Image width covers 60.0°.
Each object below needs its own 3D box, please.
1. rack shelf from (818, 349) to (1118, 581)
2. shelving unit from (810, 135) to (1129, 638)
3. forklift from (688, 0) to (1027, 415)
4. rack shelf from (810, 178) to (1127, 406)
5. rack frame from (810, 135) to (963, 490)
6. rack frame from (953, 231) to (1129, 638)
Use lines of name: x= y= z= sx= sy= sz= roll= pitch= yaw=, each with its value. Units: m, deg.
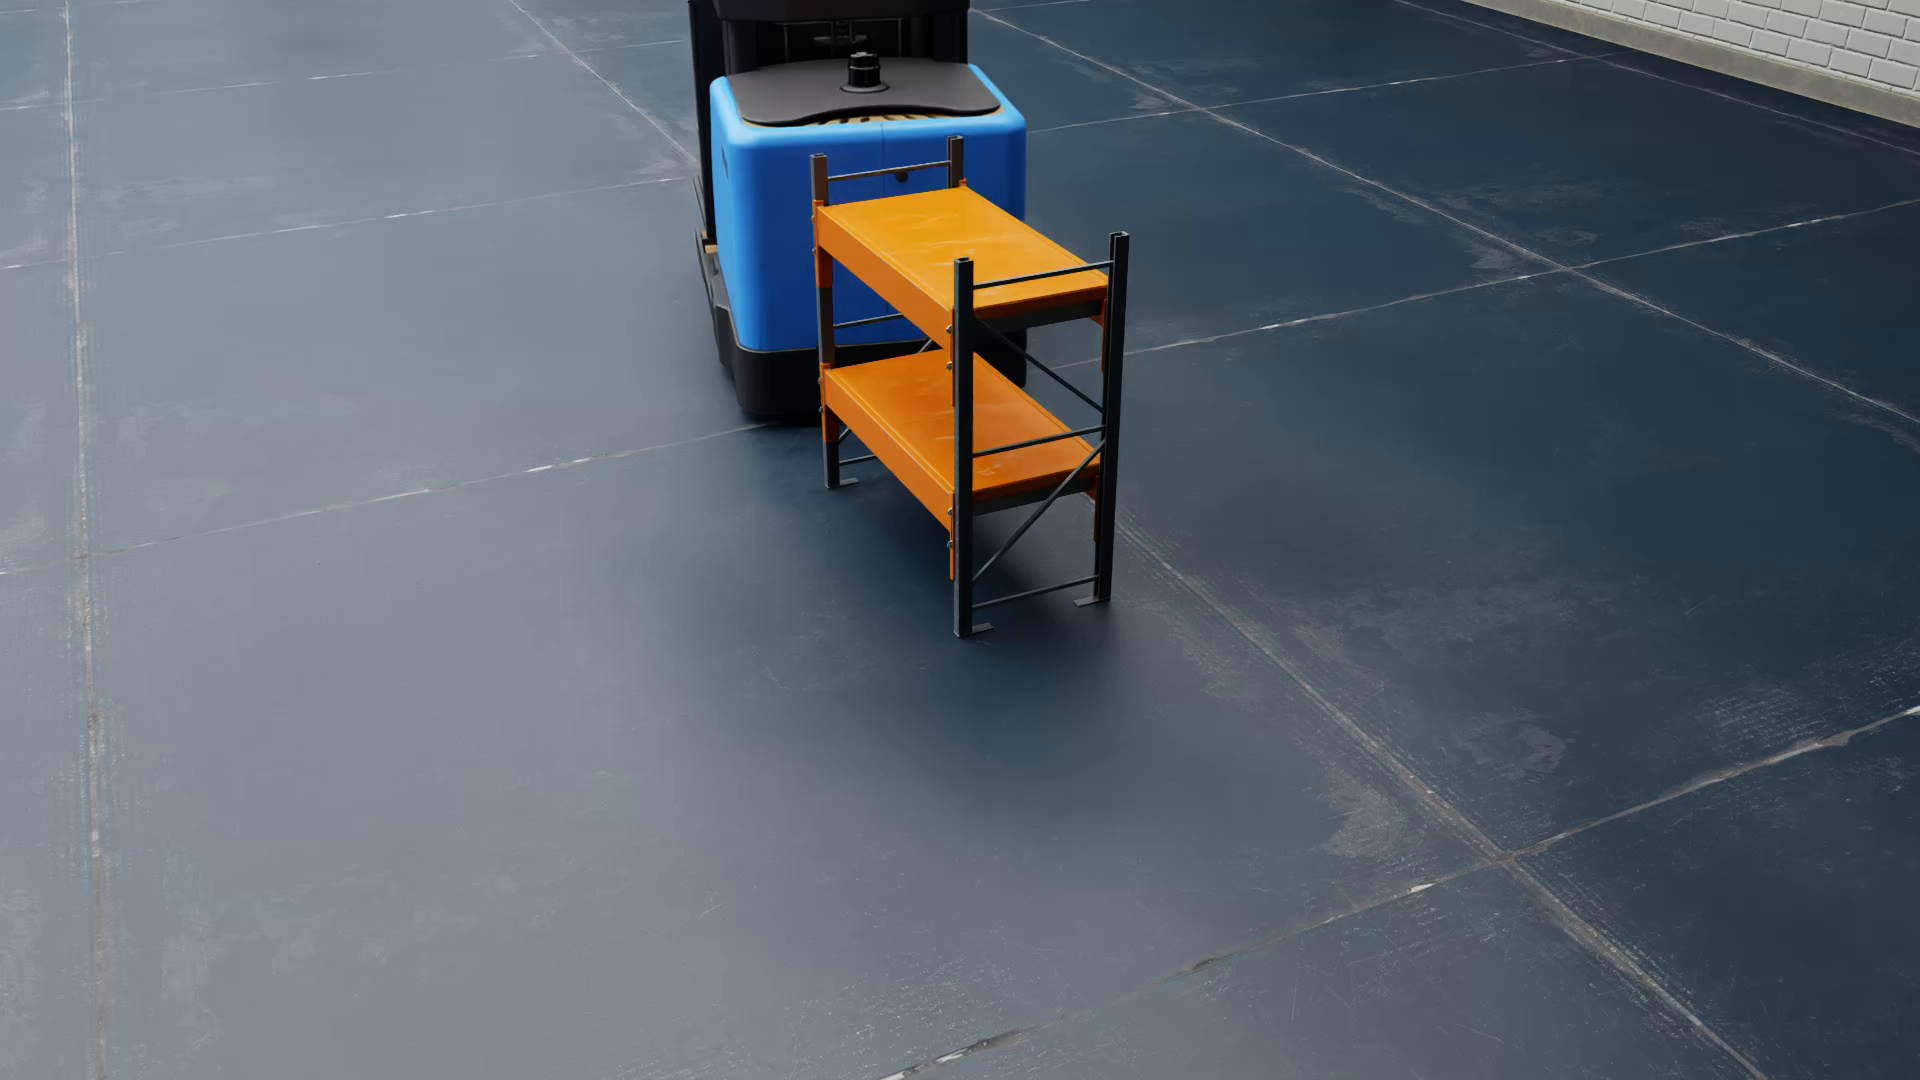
rack shelf: x=-0.003 y=-0.280 z=5.100 sx=0.538 sy=0.278 sz=1.000 roll=-13 pitch=32 yaw=-22
shelving unit: x=-0.003 y=-0.494 z=4.980 sx=0.538 sy=1.125 sz=1.048 roll=-13 pitch=32 yaw=-22
forklift: x=-0.564 y=-2.426 z=6.580 sx=1.130 sy=2.935 sz=3.031 roll=-6 pitch=30 yaw=-10
rack shelf: x=-0.003 y=-0.749 z=4.837 sx=0.538 sy=0.278 sz=1.000 roll=-13 pitch=32 yaw=-22
rack frame: x=-0.221 y=-0.718 z=5.381 sx=0.500 sy=1.125 sz=0.032 roll=-13 pitch=32 yaw=-22
rack frame: x=0.215 y=-0.269 z=4.580 sx=0.500 sy=1.125 sz=0.032 roll=-13 pitch=32 yaw=-22
